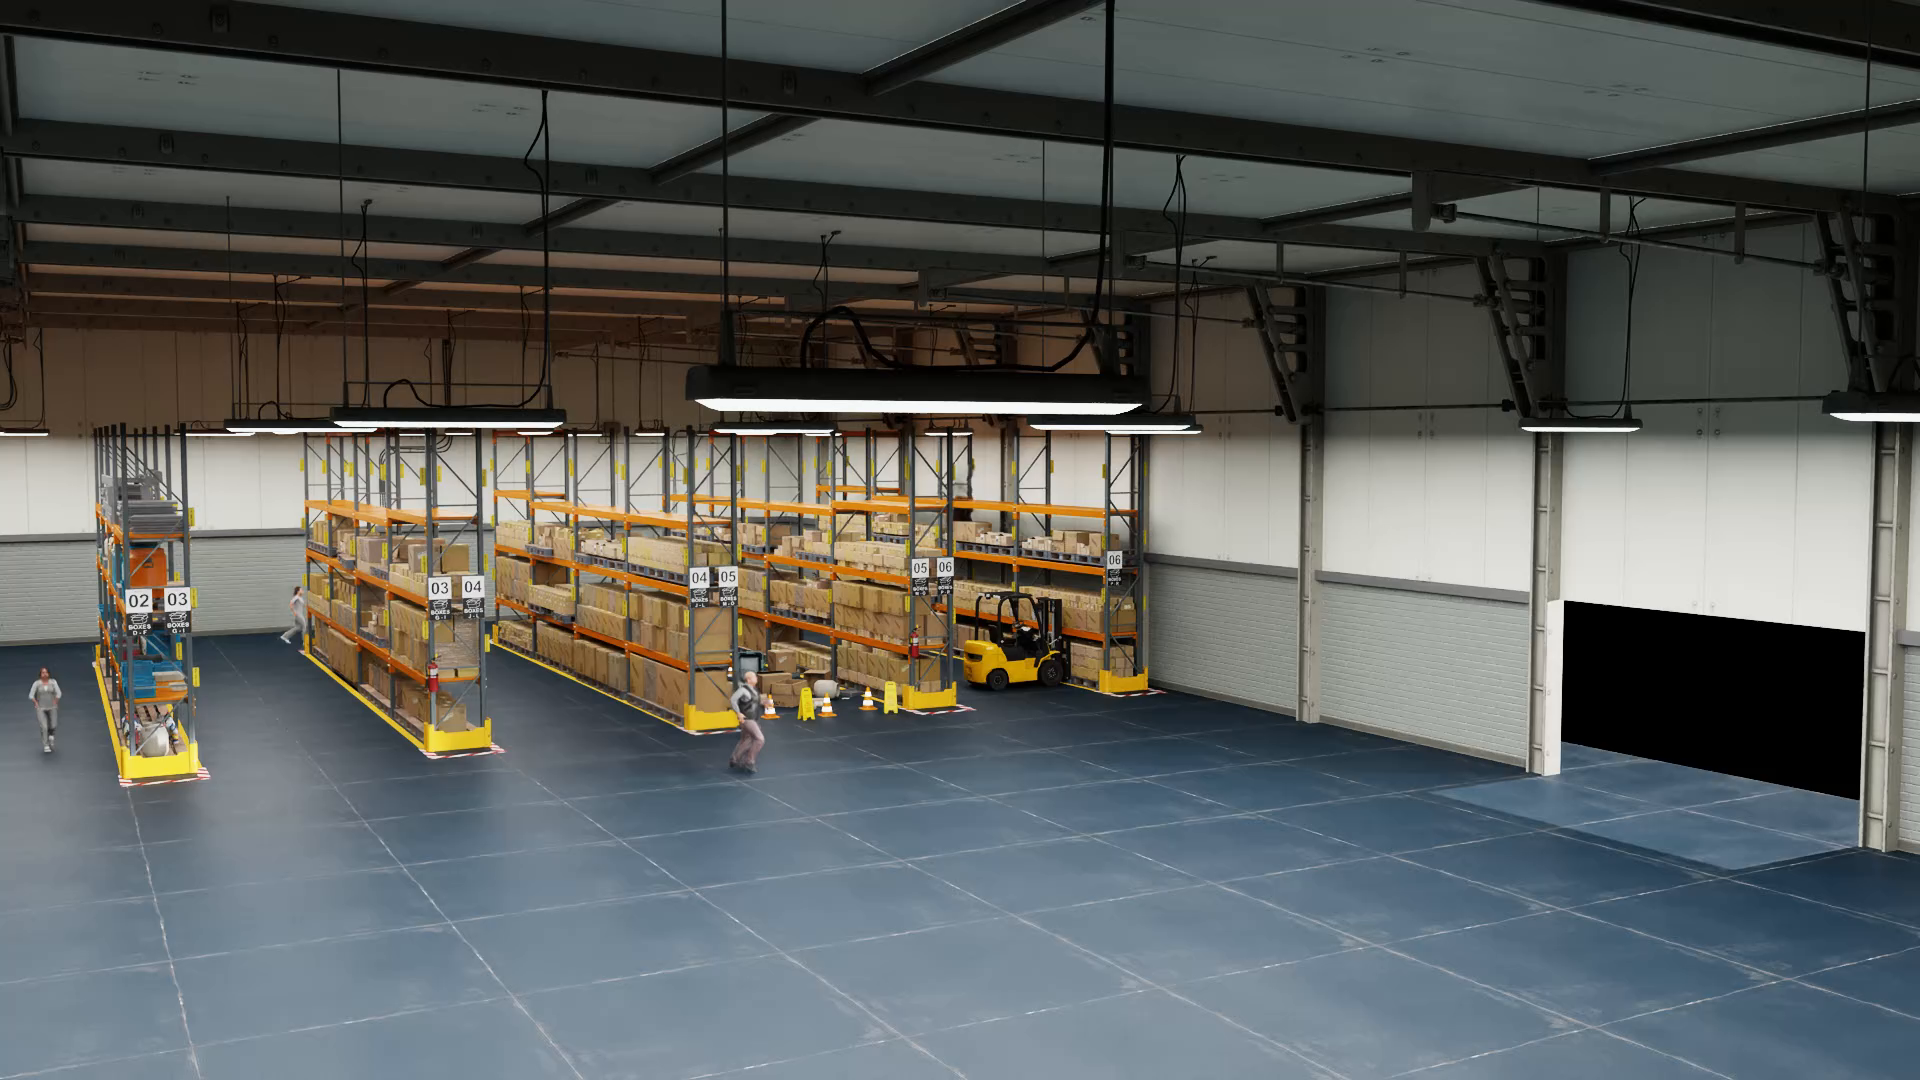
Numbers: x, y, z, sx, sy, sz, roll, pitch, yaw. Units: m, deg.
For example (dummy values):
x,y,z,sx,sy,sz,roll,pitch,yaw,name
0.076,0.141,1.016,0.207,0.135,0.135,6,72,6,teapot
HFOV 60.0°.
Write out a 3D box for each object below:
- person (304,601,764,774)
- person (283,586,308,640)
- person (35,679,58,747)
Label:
x,y,z,sx,sy,sz,roll,pitch,yaw,name
-10.764,2.727,37.239,17.049,1.535,15.608,0,3,8,person
-18.330,2.060,45.938,0.753,1.571,0.596,-1,4,-14,person
-16.762,3.174,30.496,0.350,1.257,0.467,-2,4,-34,person
